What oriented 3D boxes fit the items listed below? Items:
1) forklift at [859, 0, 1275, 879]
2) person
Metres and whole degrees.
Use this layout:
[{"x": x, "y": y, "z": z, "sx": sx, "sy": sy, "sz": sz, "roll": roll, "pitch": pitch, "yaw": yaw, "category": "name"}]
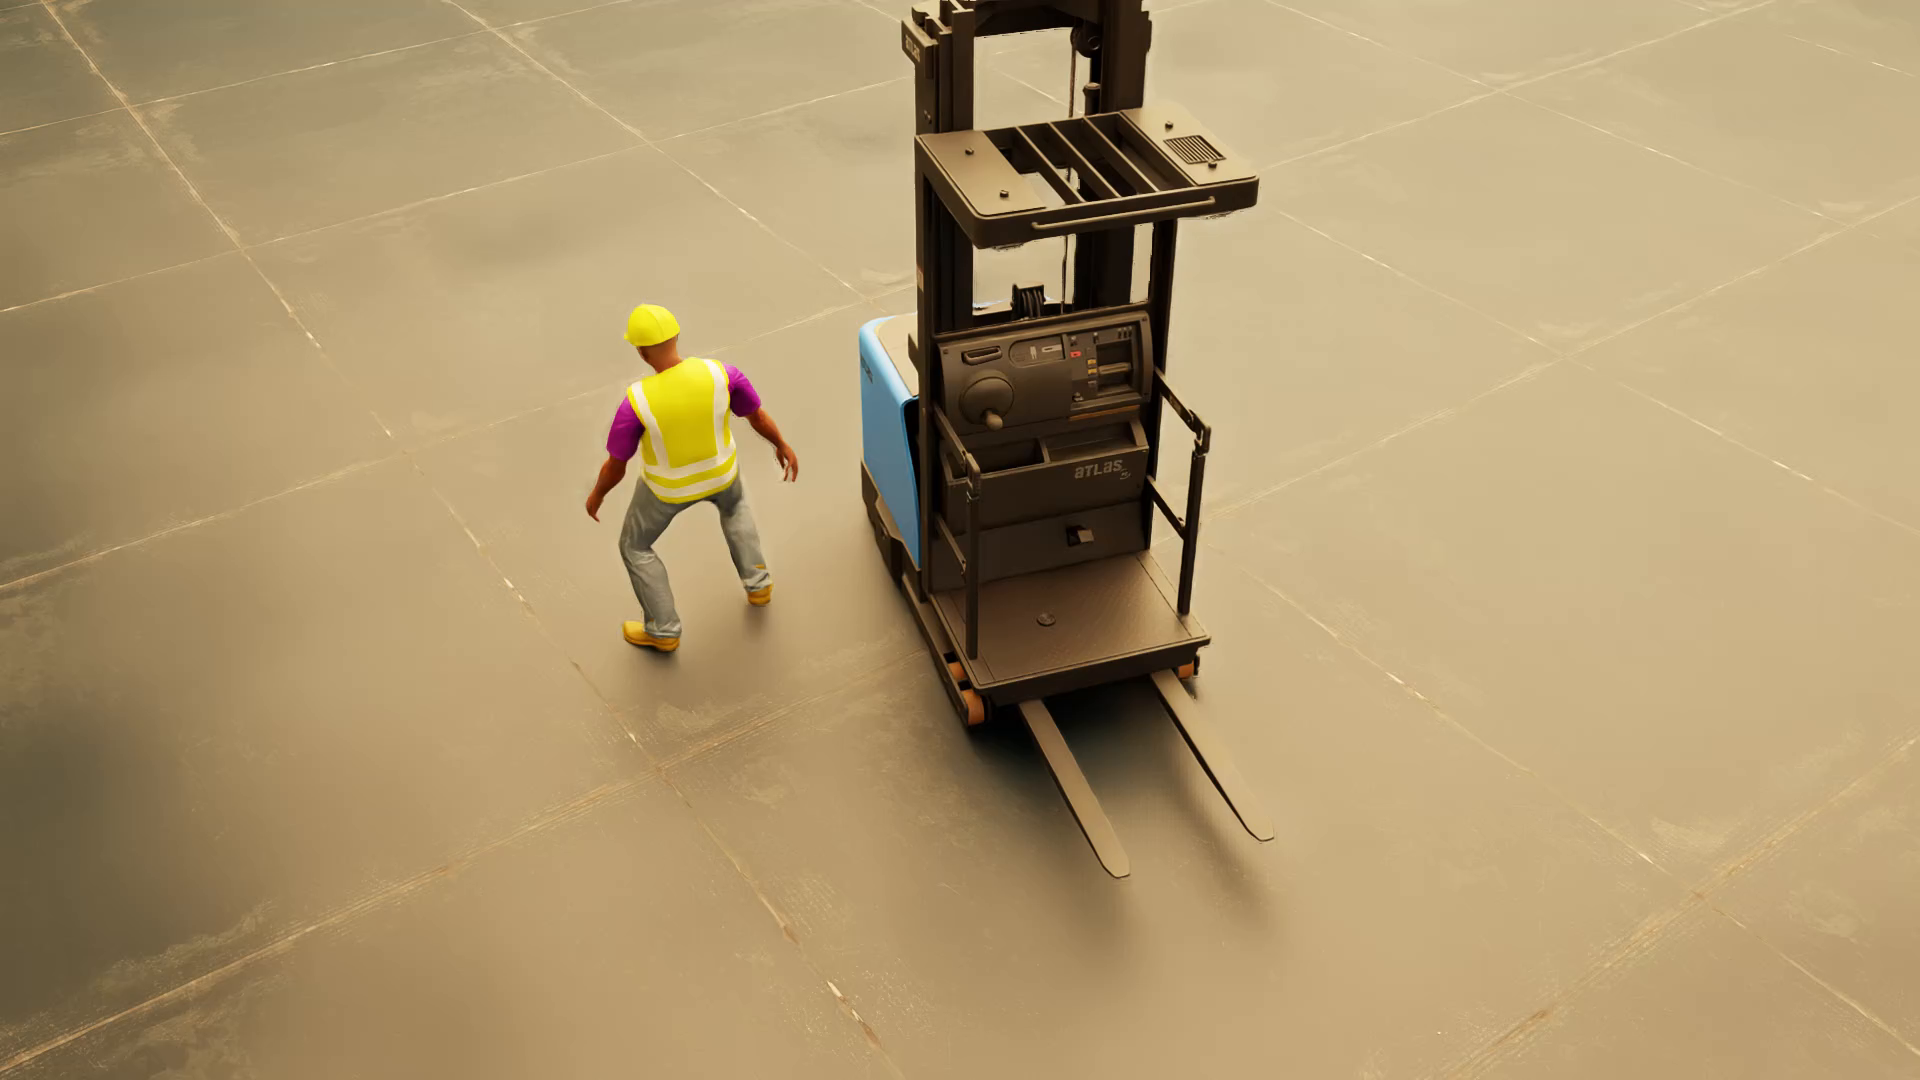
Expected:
[{"x": 0.436, "y": -0.634, "z": 6.802, "sx": 1.130, "sy": 2.935, "sz": 3.031, "roll": -11, "pitch": 38, "yaw": -15, "category": "forklift"}, {"x": -1.215, "y": -0.334, "z": 7.468, "sx": 0.954, "sy": 1.668, "sz": 0.488, "roll": -15, "pitch": 39, "yaw": -20, "category": "person"}]
